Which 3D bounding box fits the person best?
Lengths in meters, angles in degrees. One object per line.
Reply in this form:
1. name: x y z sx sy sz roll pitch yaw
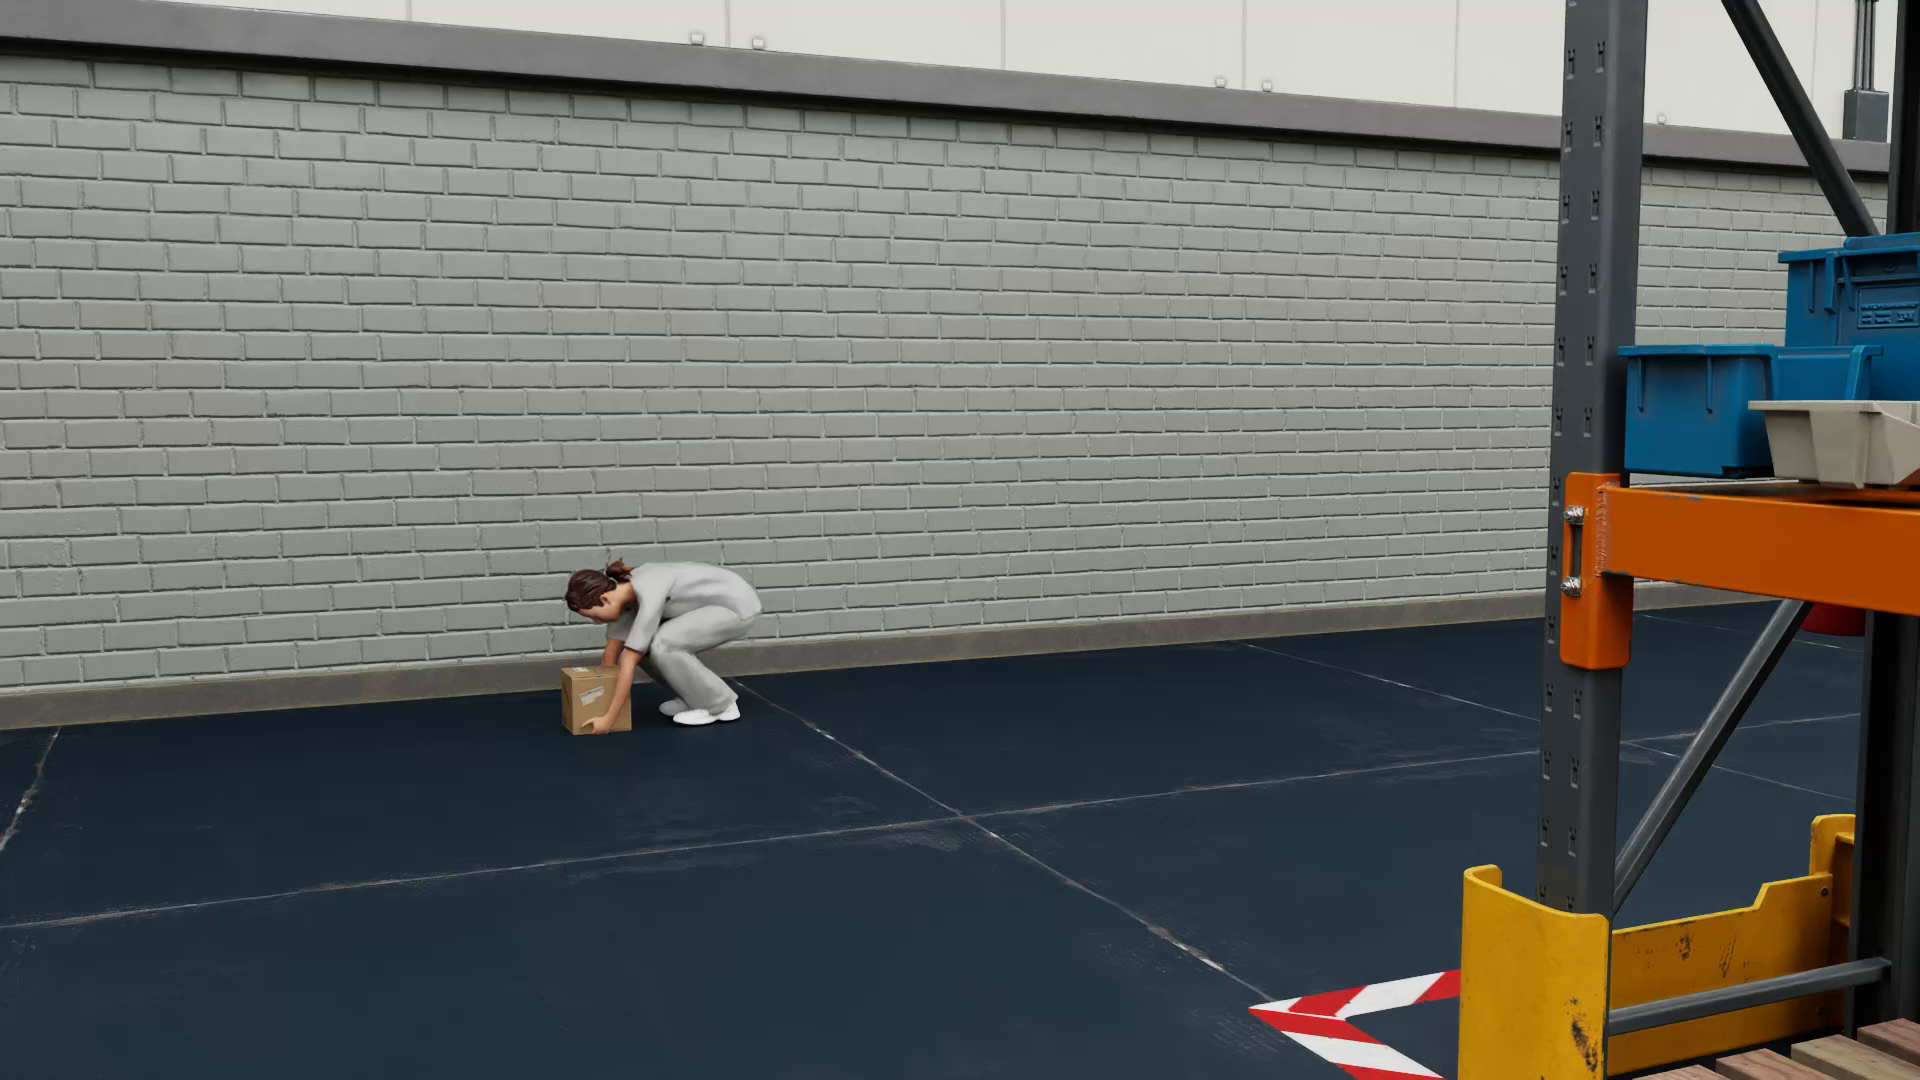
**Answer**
1. person: -1.302 0.440 7.320 0.863 0.764 0.458 -3 6 -25
